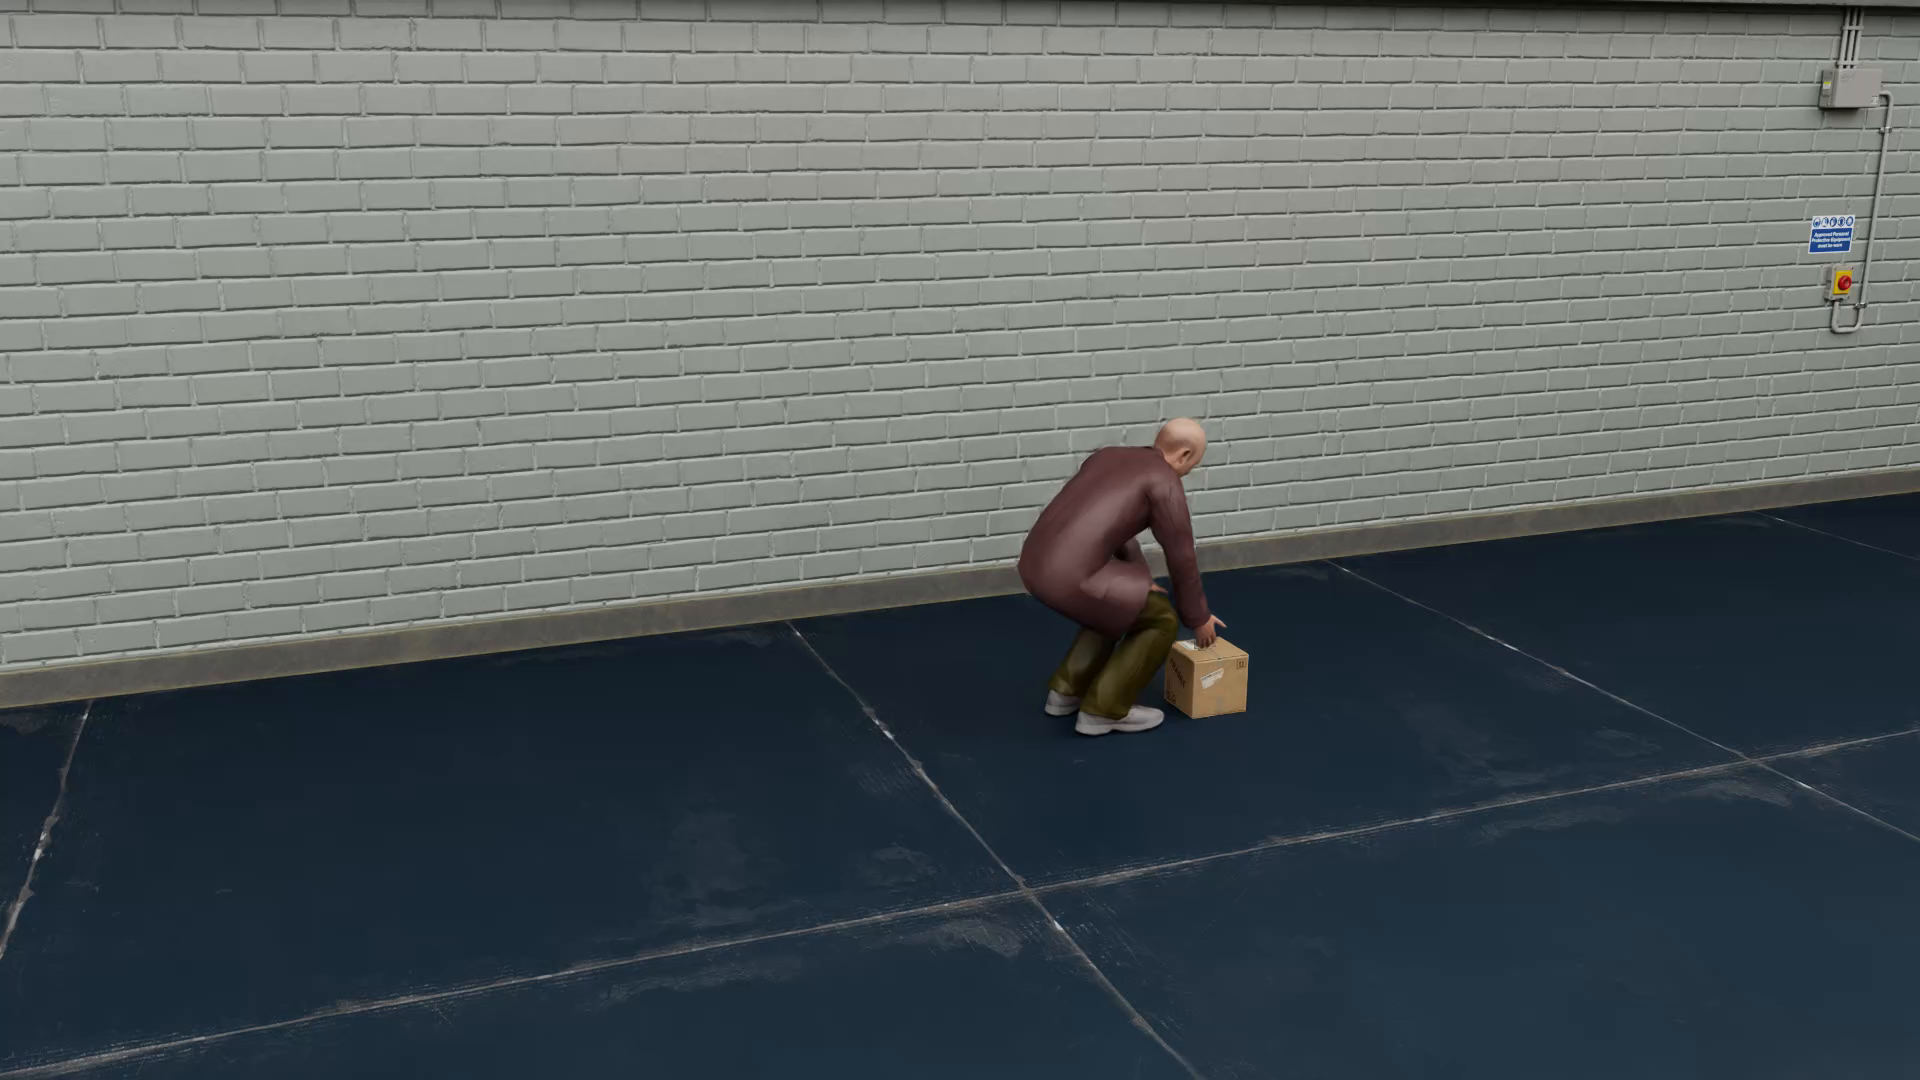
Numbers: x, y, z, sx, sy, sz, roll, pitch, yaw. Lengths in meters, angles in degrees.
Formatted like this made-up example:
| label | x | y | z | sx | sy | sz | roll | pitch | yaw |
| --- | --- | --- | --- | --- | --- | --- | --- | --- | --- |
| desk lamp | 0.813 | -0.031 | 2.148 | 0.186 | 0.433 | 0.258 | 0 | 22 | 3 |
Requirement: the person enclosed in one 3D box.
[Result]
| label | x | y | z | sx | sy | sz | roll | pitch | yaw |
| --- | --- | --- | --- | --- | --- | --- | --- | --- | --- |
| person | 0.611 | 0.133 | 6.643 | 0.814 | 1.211 | 0.625 | -6 | 16 | -20 |
